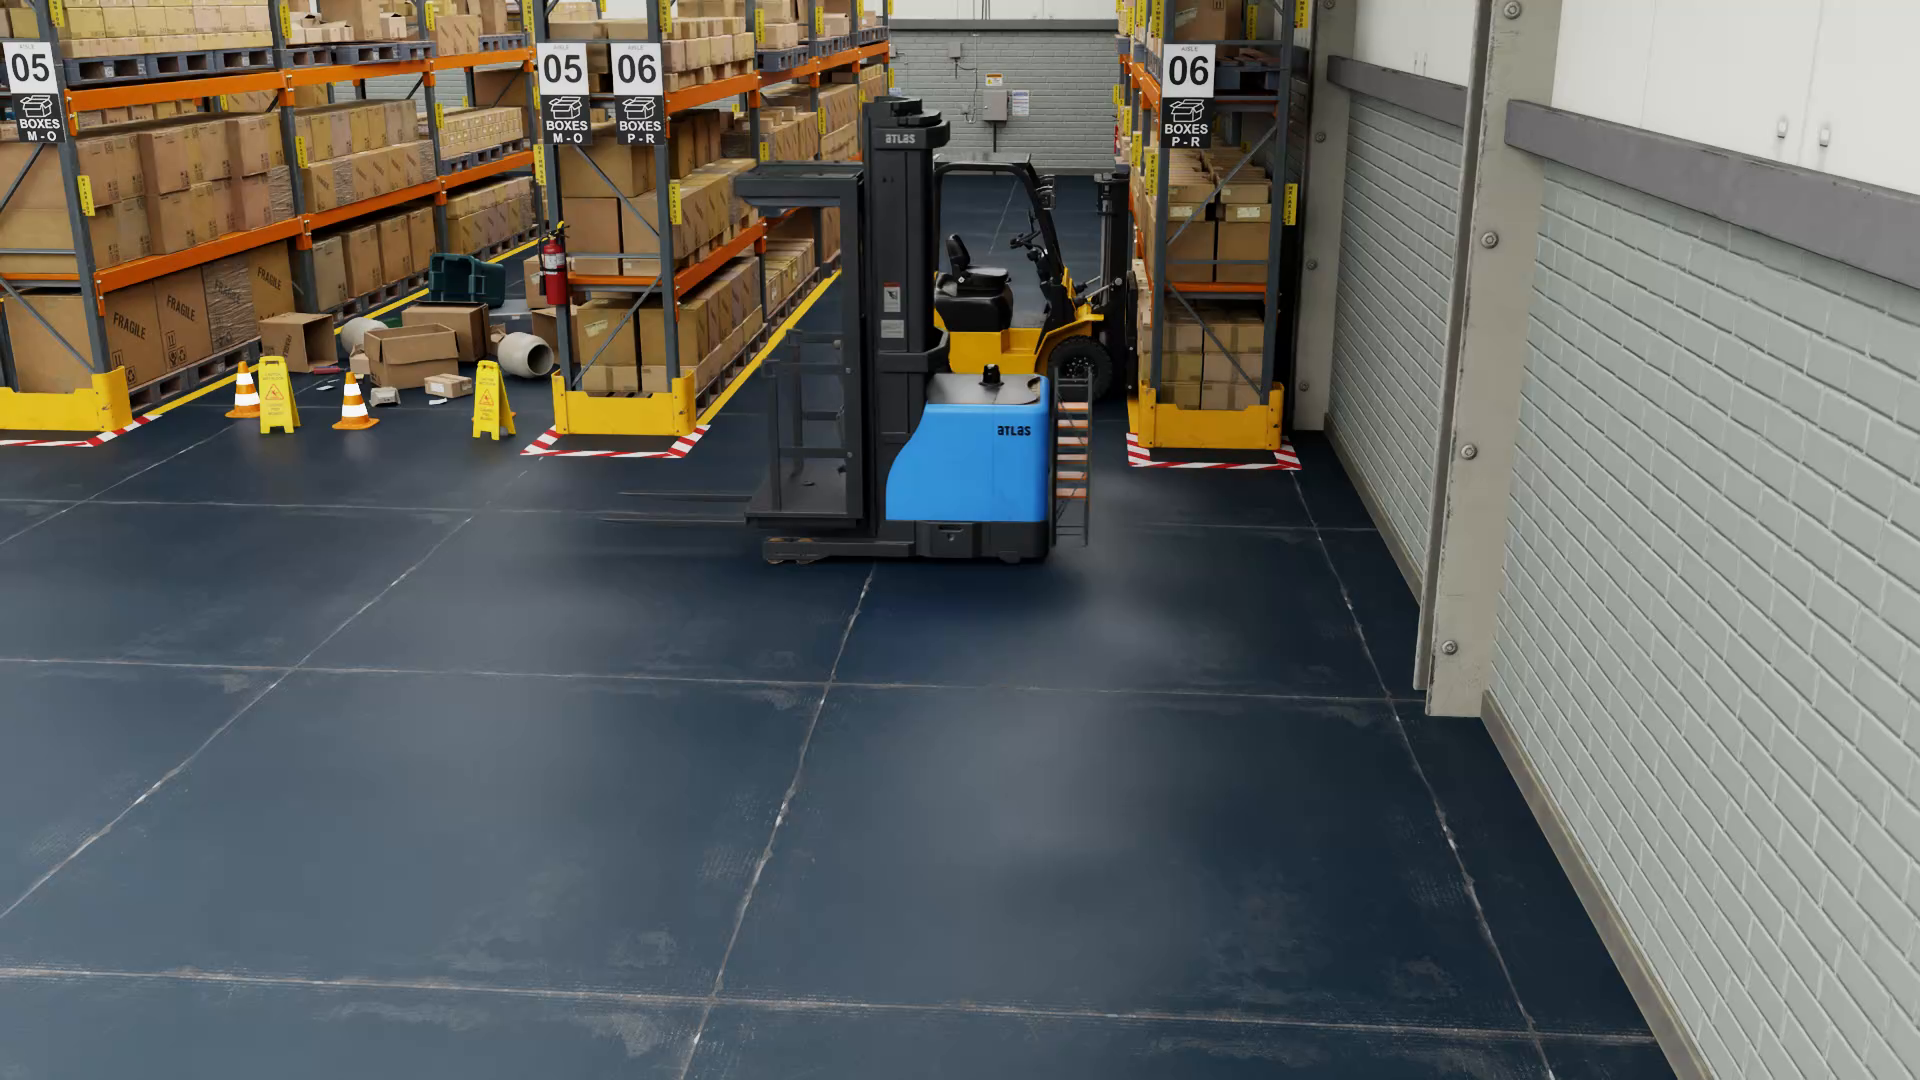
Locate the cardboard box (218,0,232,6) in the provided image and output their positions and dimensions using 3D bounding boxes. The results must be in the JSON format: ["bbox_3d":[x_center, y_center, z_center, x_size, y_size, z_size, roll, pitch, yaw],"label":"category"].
[{"bbox_3d":[-7.296,-5.248,16.092,0.380,0.149,0.250,2,18,5],"label":"cardboard box"}]

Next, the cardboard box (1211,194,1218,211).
[{"bbox_3d":[2.338,-2.851,14.106,0.380,0.149,0.250,1,18,3],"label":"cardboard box"}]

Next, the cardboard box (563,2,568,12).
[{"bbox_3d":[-6.536,-8.591,26.806,0.380,0.149,0.250,1,18,2],"label":"cardboard box"}]

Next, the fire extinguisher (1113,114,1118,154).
[{"bbox_3d":[2.773,-7.051,28.847,0.296,0.674,0.183,1,18,4],"label":"fire extinguisher"}]

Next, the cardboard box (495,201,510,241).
[{"bbox_3d":[-6.839,-4.613,24.023,0.500,0.500,0.500,1,18,3],"label":"cardboard box"}]

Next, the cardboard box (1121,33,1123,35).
[{"bbox_3d":[2.854,-8.256,26.746,0.500,0.250,0.500,1,18,2],"label":"cardboard box"}]

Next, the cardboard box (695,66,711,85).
[{"bbox_3d":[-2.439,-4.152,14.864,0.380,0.149,0.250,1,18,5],"label":"cardboard box"}]

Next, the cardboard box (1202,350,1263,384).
[{"bbox_3d":[2.317,-1.511,14.157,0.500,0.250,0.500,2,18,5],"label":"cardboard box"}]

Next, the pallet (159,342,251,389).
[{"bbox_3d":[-7.750,-1.731,16.367,1.003,0.211,1.213,1,18,4],"label":"pallet"}]

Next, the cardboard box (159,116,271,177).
[{"bbox_3d":[-7.517,-3.968,16.740,0.875,0.550,0.550,1,18,4],"label":"cardboard box"}]

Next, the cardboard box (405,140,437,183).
[{"bbox_3d":[-7.011,-4.814,21.138,0.500,0.500,0.500,1,18,4],"label":"cardboard box"}]

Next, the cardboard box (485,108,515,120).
[{"bbox_3d":[-6.812,-6.306,24.623,0.380,0.149,0.250,1,18,2],"label":"cardboard box"}]

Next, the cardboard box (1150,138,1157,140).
[{"bbox_3d":[2.328,-4.664,19.637,0.380,0.149,0.250,1,18,5],"label":"cardboard box"}]

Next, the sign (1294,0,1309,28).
[{"bbox_3d":[2.629,-4.104,12.781,0.100,0.325,0.005,1,18,4],"label":"sign"}]

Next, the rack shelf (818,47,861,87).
[{"bbox_3d":[-2.158,-6.538,22.898,1.077,0.370,4.000,1,18,4],"label":"rack shelf"}]

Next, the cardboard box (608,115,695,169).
[{"bbox_3d":[-2.958,-3.810,15.990,0.700,0.500,0.500,1,18,3],"label":"cardboard box"}]

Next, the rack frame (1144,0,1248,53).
[{"bbox_3d":[2.363,-6.333,16.298,1.000,3.000,0.127,1,18,4],"label":"rack frame"}]

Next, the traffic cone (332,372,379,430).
[{"bbox_3d":[-5.263,-1.225,14.419,0.336,0.463,0.334,1,18,4],"label":"traffic cone"}]

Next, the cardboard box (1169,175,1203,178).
[{"bbox_3d":[1.870,-3.012,14.117,0.380,0.149,0.250,2,18,5],"label":"cardboard box"}]

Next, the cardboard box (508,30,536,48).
[{"bbox_3d":[-6.663,-7.647,25.368,0.500,0.250,0.500,2,18,7],"label":"cardboard box"}]

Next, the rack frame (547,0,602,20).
[{"bbox_3d":[-6.673,-10.248,28.248,1.000,3.000,0.127,1,18,4],"label":"rack frame"}]

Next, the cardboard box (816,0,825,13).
[{"bbox_3d":[-1.950,-8.217,25.865,0.797,0.503,0.637,3,18,8],"label":"cardboard box"}]

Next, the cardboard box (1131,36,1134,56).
[{"bbox_3d":[2.479,-6.399,21.559,0.500,0.250,0.500,1,18,4],"label":"cardboard box"}]

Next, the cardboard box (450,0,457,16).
[{"bbox_3d":[-6.926,-7.109,22.095,0.396,0.266,0.258,1,18,4],"label":"cardboard box"}]

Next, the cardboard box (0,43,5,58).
[{"bbox_3d":[-8.134,-4.092,13.846,0.380,0.149,0.250,1,18,4],"label":"cardboard box"}]

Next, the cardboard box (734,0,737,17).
[{"bbox_3d":[-2.623,-5.883,18.506,0.500,0.250,0.500,2,18,5],"label":"cardboard box"}]

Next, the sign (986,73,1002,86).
[{"bbox_3d":[0.697,-9.436,34.077,0.339,0.242,0.001,1,18,4],"label":"sign"}]

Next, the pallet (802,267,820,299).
[{"bbox_3d":[-2.359,-3.266,21.051,1.003,0.211,1.213,1,18,4],"label":"pallet"}]

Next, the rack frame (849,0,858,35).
[{"bbox_3d":[-2.015,-8.927,24.215,1.000,3.000,0.127,1,18,4],"label":"rack frame"}]

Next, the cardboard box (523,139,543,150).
[{"bbox_3d":[-6.613,-6.116,25.676,0.380,0.149,0.250,2,18,6],"label":"cardboard box"}]

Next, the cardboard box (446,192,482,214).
[{"bbox_3d":[-6.919,-4.647,22.924,0.500,0.250,0.500,1,18,3],"label":"cardboard box"}]

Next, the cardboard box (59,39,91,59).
[{"bbox_3d":[-7.475,-4.081,13.811,0.380,0.149,0.250,1,18,4],"label":"cardboard box"}]

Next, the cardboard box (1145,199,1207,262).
[{"bbox_3d":[1.932,-2.766,14.886,0.500,0.500,0.500,1,18,3],"label":"cardboard box"}]

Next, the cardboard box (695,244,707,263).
[{"bbox_3d":[-2.476,-2.568,14.845,0.380,0.149,0.250,2,18,5],"label":"cardboard box"}]

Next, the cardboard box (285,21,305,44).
[{"bbox_3d":[-7.241,-5.461,17.836,0.258,0.266,0.396,1,18,3],"label":"cardboard box"}]

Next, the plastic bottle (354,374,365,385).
[{"bbox_3d":[-5.831,-1.560,16.086,0.133,0.061,0.283,-5,19,-15],"label":"plastic bottle"}]

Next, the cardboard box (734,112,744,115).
[{"bbox_3d":[-2.565,-5.088,20.820,0.500,0.500,0.500,1,18,2],"label":"cardboard box"}]

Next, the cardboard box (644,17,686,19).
[{"bbox_3d":[-2.926,-5.104,16.489,0.380,0.149,0.250,2,18,6],"label":"cardboard box"}]

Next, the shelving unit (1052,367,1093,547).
[{"bbox_3d":[0.752,-0.553,11.184,0.258,1.200,0.189,1,18,2],"label":"shelving unit"}]

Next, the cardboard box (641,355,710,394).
[{"bbox_3d":[-2.542,-1.486,14.883,0.500,0.250,0.500,1,18,3],"label":"cardboard box"}]

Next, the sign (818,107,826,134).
[{"bbox_3d":[-1.760,-5.337,21.162,0.100,0.325,0.005,1,18,4],"label":"sign"}]

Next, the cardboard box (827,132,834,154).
[{"bbox_3d":[-1.981,-5.312,22.256,0.500,0.250,0.500,2,18,5],"label":"cardboard box"}]

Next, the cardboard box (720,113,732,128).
[{"bbox_3d":[-2.744,-4.651,18.445,0.380,0.149,0.250,1,18,2],"label":"cardboard box"}]

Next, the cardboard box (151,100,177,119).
[{"bbox_3d":[-11.998,-6.410,24.397,0.797,0.503,0.637,1,18,5],"label":"cardboard box"}]

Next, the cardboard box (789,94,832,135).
[{"bbox_3d":[-1.996,-5.658,22.108,0.500,0.500,0.500,1,18,4],"label":"cardboard box"}]

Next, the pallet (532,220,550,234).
[{"bbox_3d":[-6.947,-5.039,26.464,1.003,0.211,1.213,1,18,4],"label":"pallet"}]

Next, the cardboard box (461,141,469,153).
[{"bbox_3d":[-6.957,-5.378,22.749,0.380,0.149,0.250,2,18,6],"label":"cardboard box"}]

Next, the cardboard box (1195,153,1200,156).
[{"bbox_3d":[2.674,-4.024,17.684,0.380,0.149,0.250,1,18,2],"label":"cardboard box"}]

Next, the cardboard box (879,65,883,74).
[{"bbox_3d":[-1.483,-7.872,27.822,0.380,0.149,0.250,1,18,3],"label":"cardboard box"}]

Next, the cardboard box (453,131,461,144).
[{"bbox_3d":[-6.978,-5.447,22.481,0.380,0.149,0.250,1,18,2],"label":"cardboard box"}]

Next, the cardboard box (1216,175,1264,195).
[{"bbox_3d":[2.370,-2.999,14.078,0.380,0.149,0.250,2,18,5],"label":"cardboard box"}]

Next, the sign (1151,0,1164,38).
[{"bbox_3d":[1.536,-4.064,12.898,0.100,0.325,0.005,1,18,4],"label":"sign"}]

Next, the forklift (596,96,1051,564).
[{"bbox_3d":[-0.906,-1.397,10.980,3.031,2.935,1.130,1,18,3],"label":"forklift"}]
